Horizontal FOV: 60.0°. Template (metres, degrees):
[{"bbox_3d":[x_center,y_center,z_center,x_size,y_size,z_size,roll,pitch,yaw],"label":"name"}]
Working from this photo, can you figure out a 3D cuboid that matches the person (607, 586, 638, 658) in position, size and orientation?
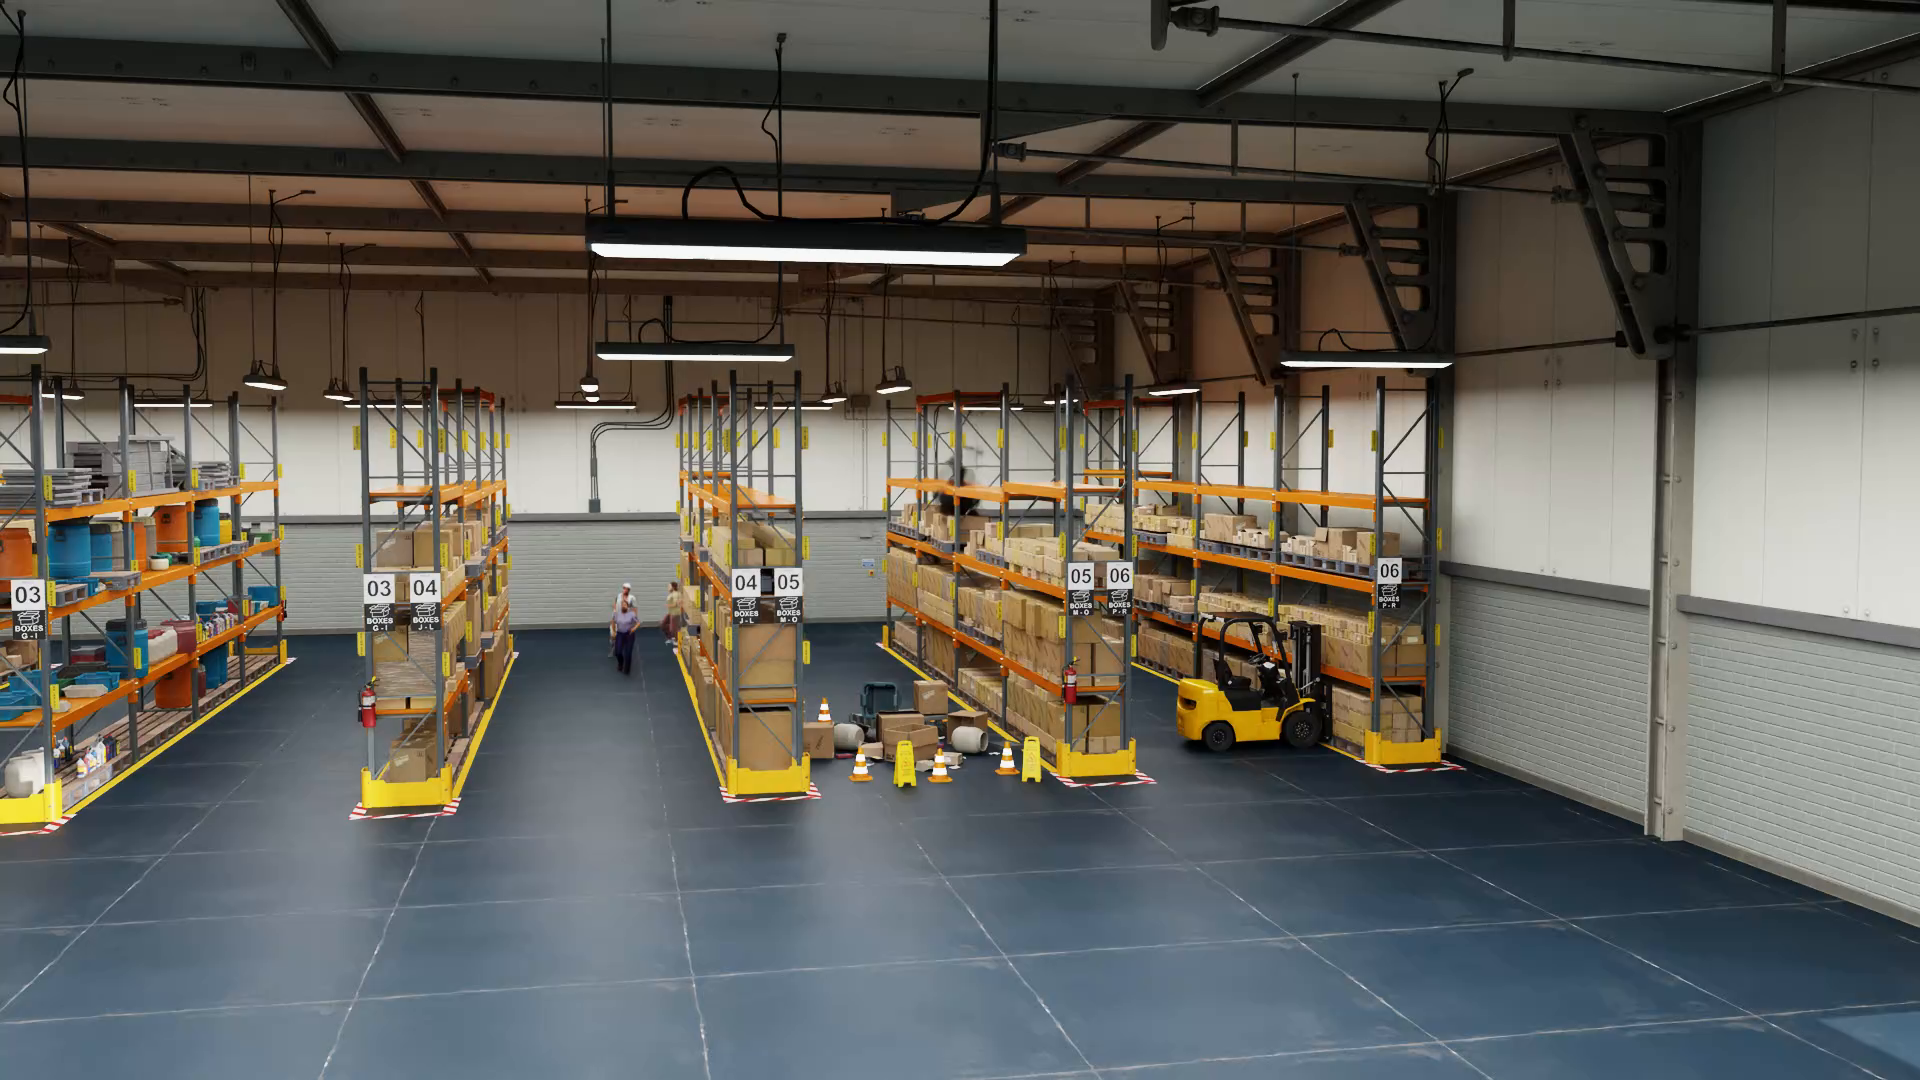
[{"bbox_3d":[-7.761,1.865,38.444,0.711,1.688,0.615,0,3,6],"label":"person"}]

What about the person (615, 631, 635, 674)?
[{"bbox_3d":[-7.187,2.393,35.699,0.413,0.993,0.500,0,3,-5],"label":"person"}]

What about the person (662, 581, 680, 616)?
[{"bbox_3d":[-6.967,1.420,40.322,0.488,0.824,0.571,-2,4,-26],"label":"person"}]

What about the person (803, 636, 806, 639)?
[{"bbox_3d":[-4.138,1.661,41.110,0.665,1.793,0.622,0,3,-8],"label":"person"}]
